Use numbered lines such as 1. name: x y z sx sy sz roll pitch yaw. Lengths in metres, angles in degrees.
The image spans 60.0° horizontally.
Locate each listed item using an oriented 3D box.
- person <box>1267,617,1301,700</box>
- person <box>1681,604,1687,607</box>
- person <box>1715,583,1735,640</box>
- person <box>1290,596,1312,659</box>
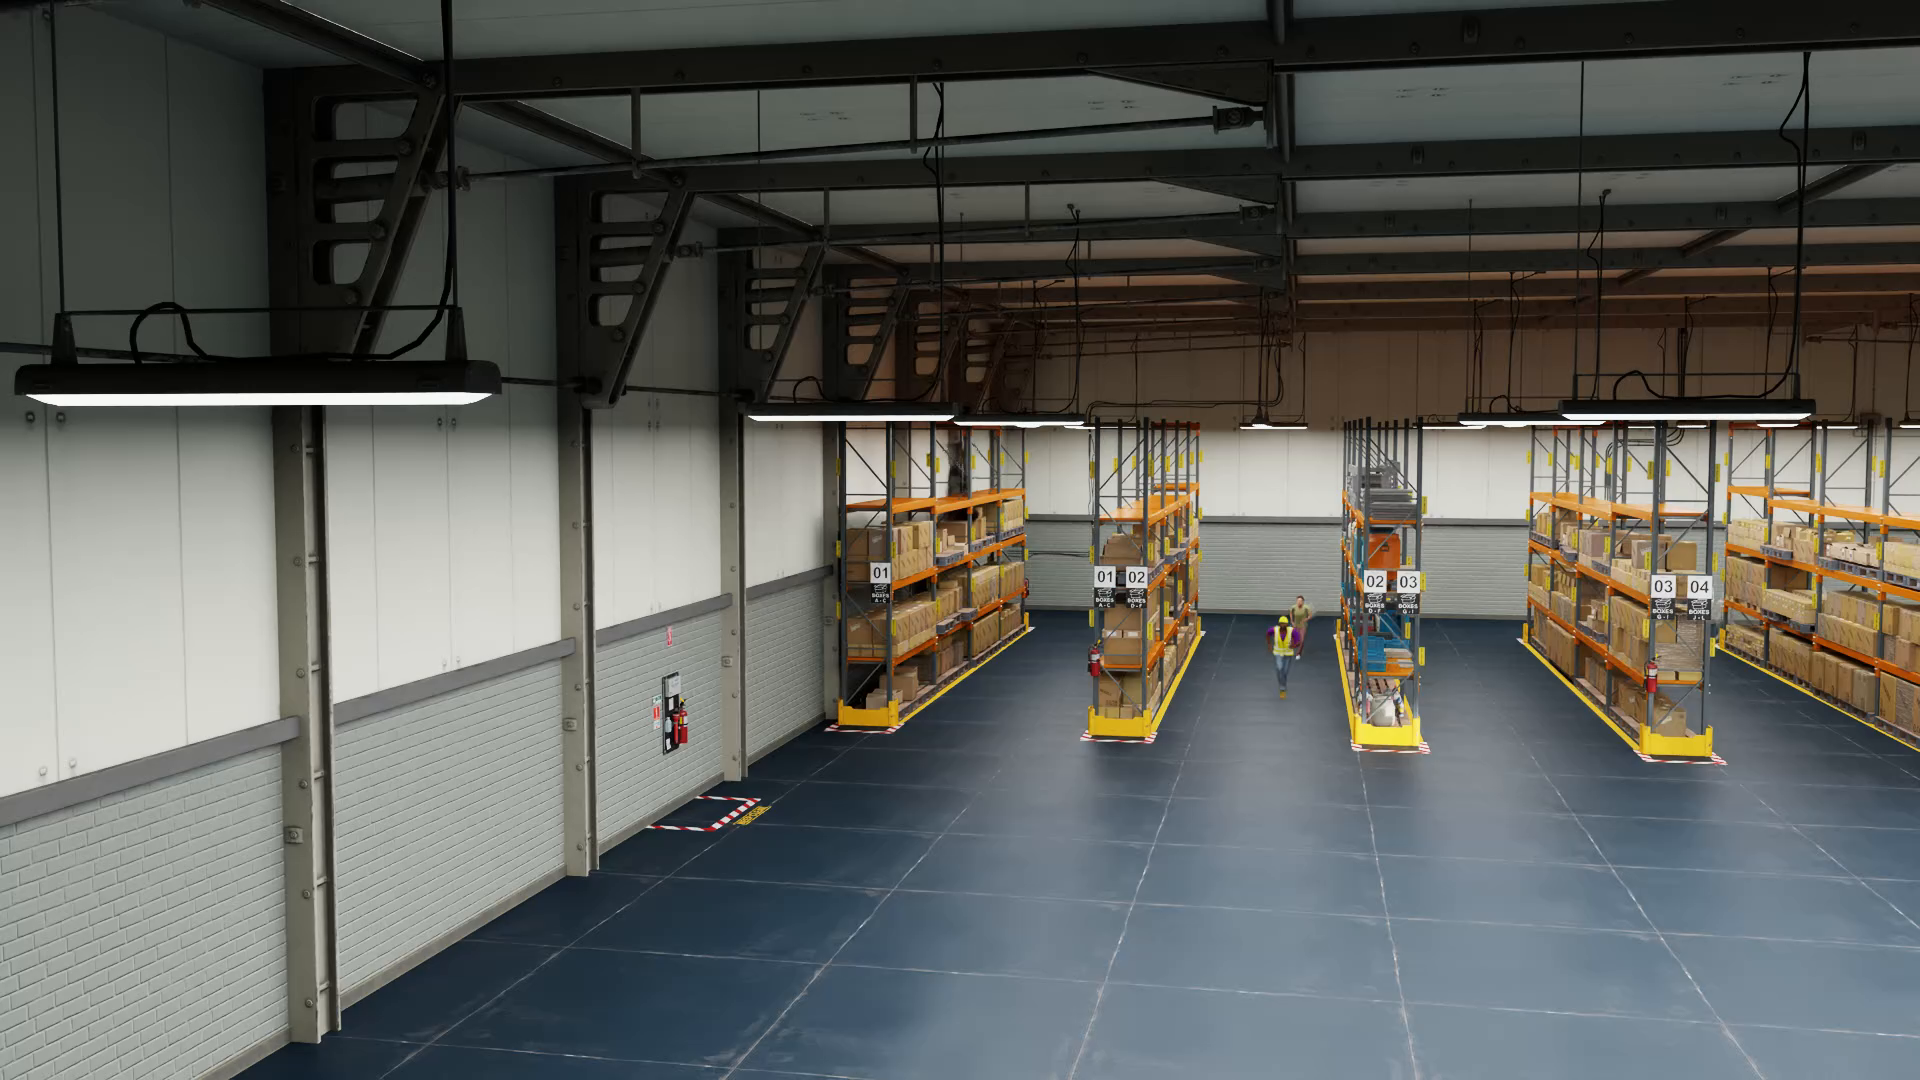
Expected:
1. person: 7.021 2.519 36.108 0.699 1.770 1.060 0 4 4
2. person: 19.456 2.008 45.080 0.510 1.584 0.618 3 5 38
3. person: 21.118 1.951 45.661 0.712 1.760 0.610 0 4 -6
4. person: 8.571 2.201 41.871 0.559 1.607 0.594 1 4 16
